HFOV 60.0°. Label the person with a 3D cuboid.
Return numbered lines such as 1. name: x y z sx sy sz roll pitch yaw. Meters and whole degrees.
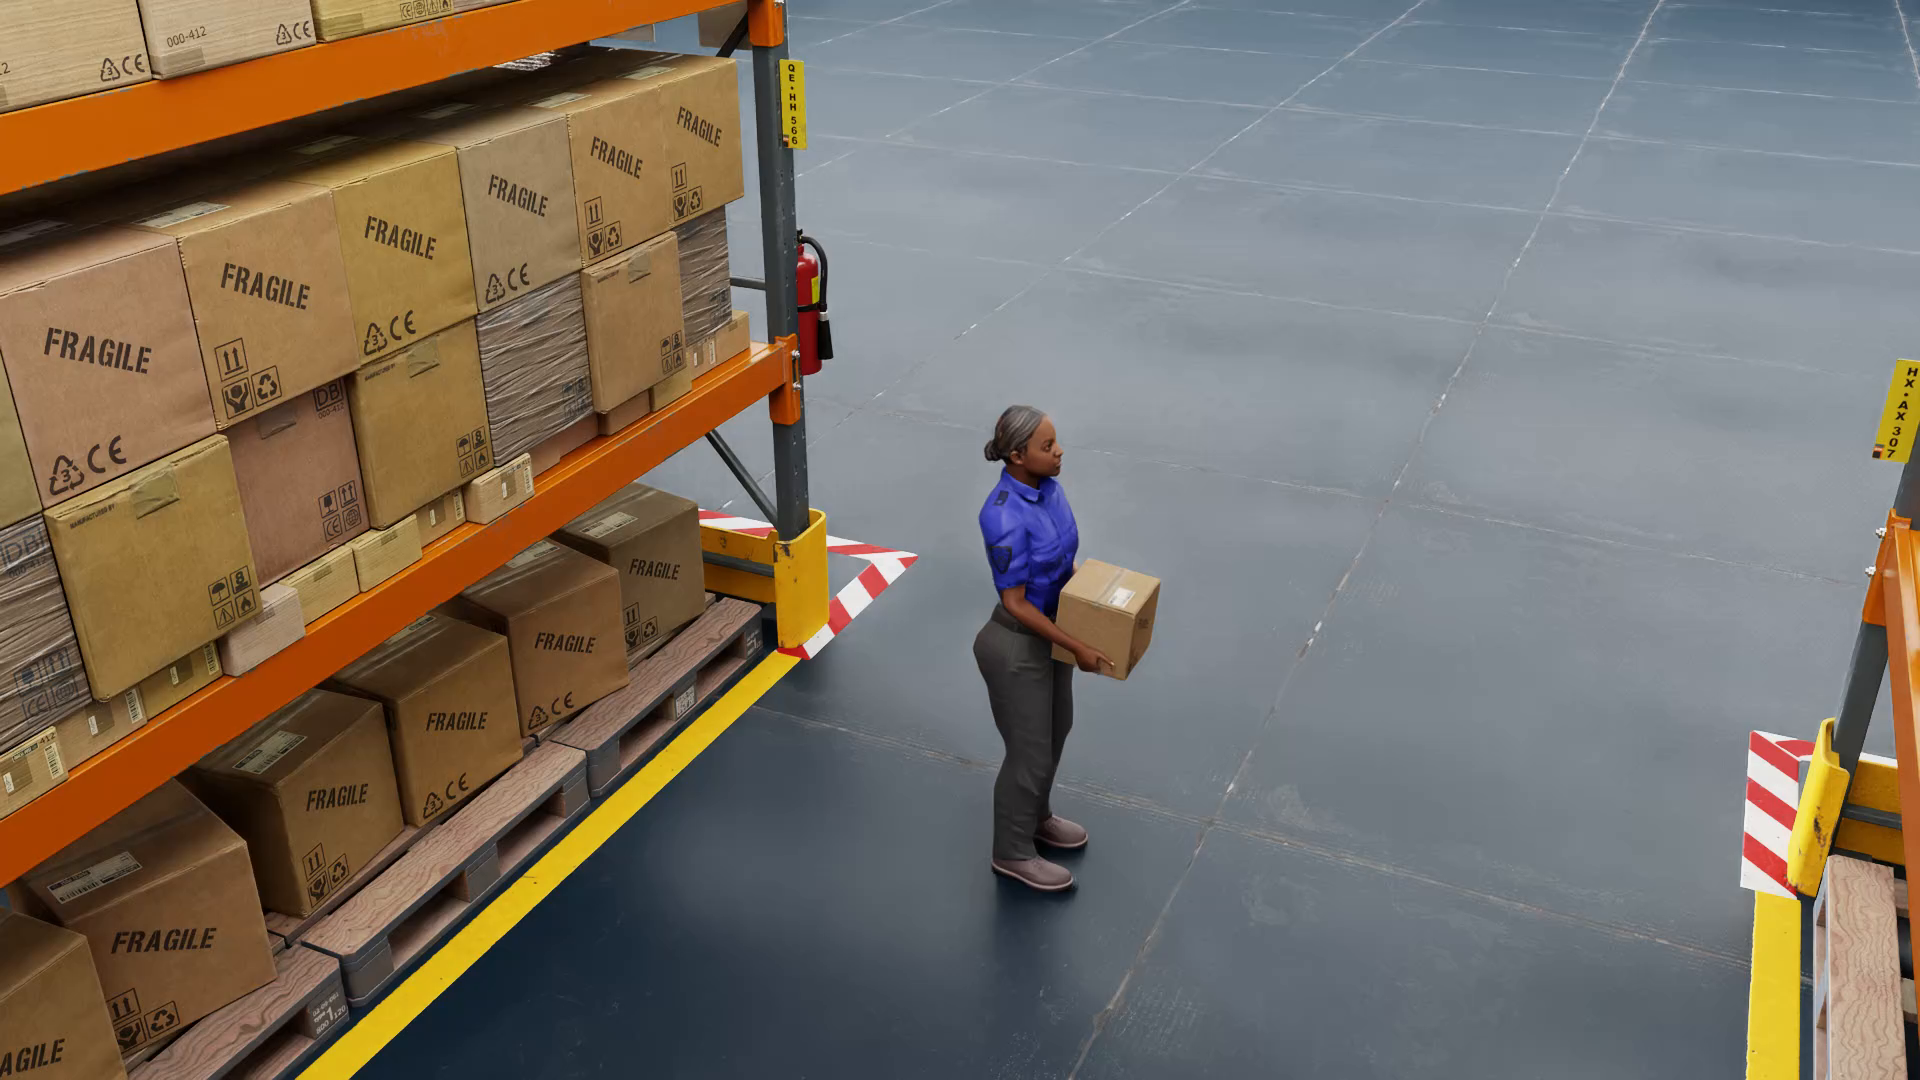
1. person: 0.306 0.359 5.394 0.500 1.653 0.460 11 28 22
